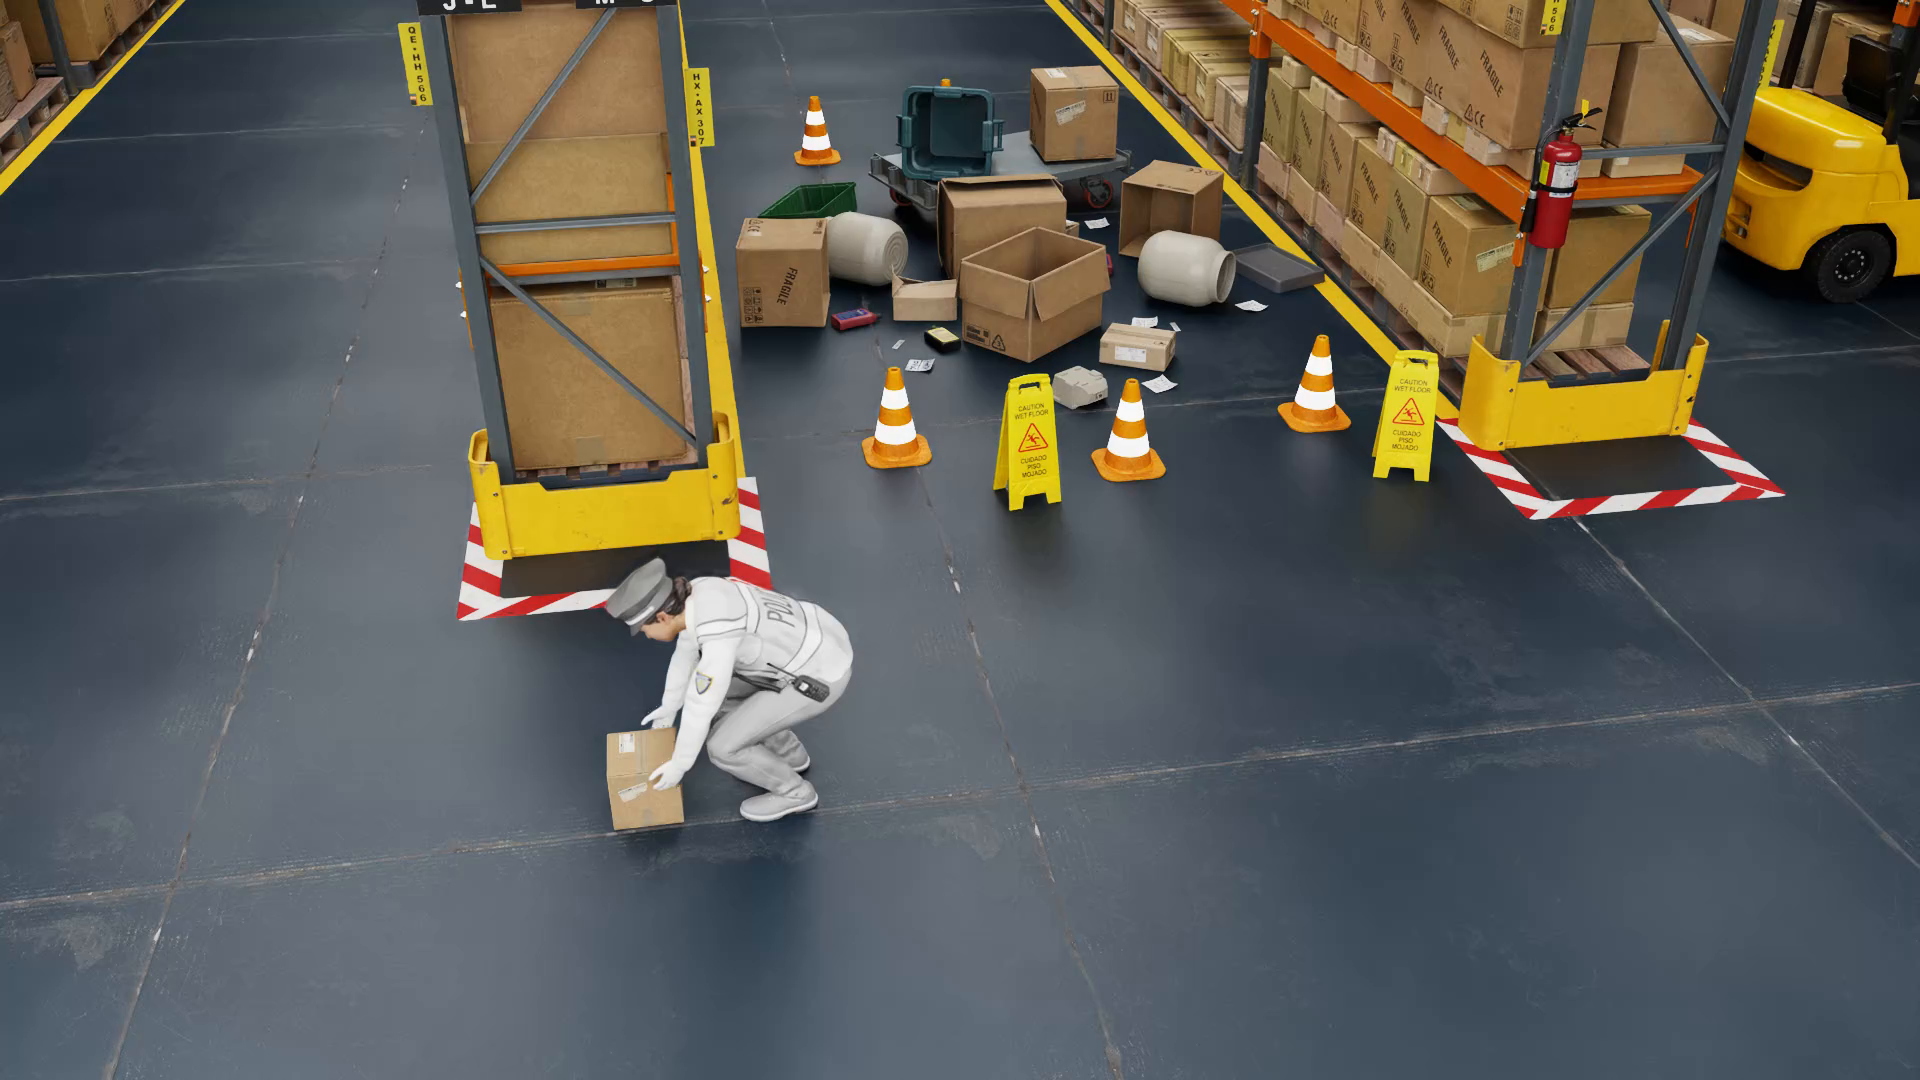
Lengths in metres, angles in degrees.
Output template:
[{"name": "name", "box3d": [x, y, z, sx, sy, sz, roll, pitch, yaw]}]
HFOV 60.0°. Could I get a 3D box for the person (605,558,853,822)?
[{"name": "person", "box3d": [-0.793, 0.510, 5.881, 0.827, 1.051, 0.502, -5, 31, -9]}]
